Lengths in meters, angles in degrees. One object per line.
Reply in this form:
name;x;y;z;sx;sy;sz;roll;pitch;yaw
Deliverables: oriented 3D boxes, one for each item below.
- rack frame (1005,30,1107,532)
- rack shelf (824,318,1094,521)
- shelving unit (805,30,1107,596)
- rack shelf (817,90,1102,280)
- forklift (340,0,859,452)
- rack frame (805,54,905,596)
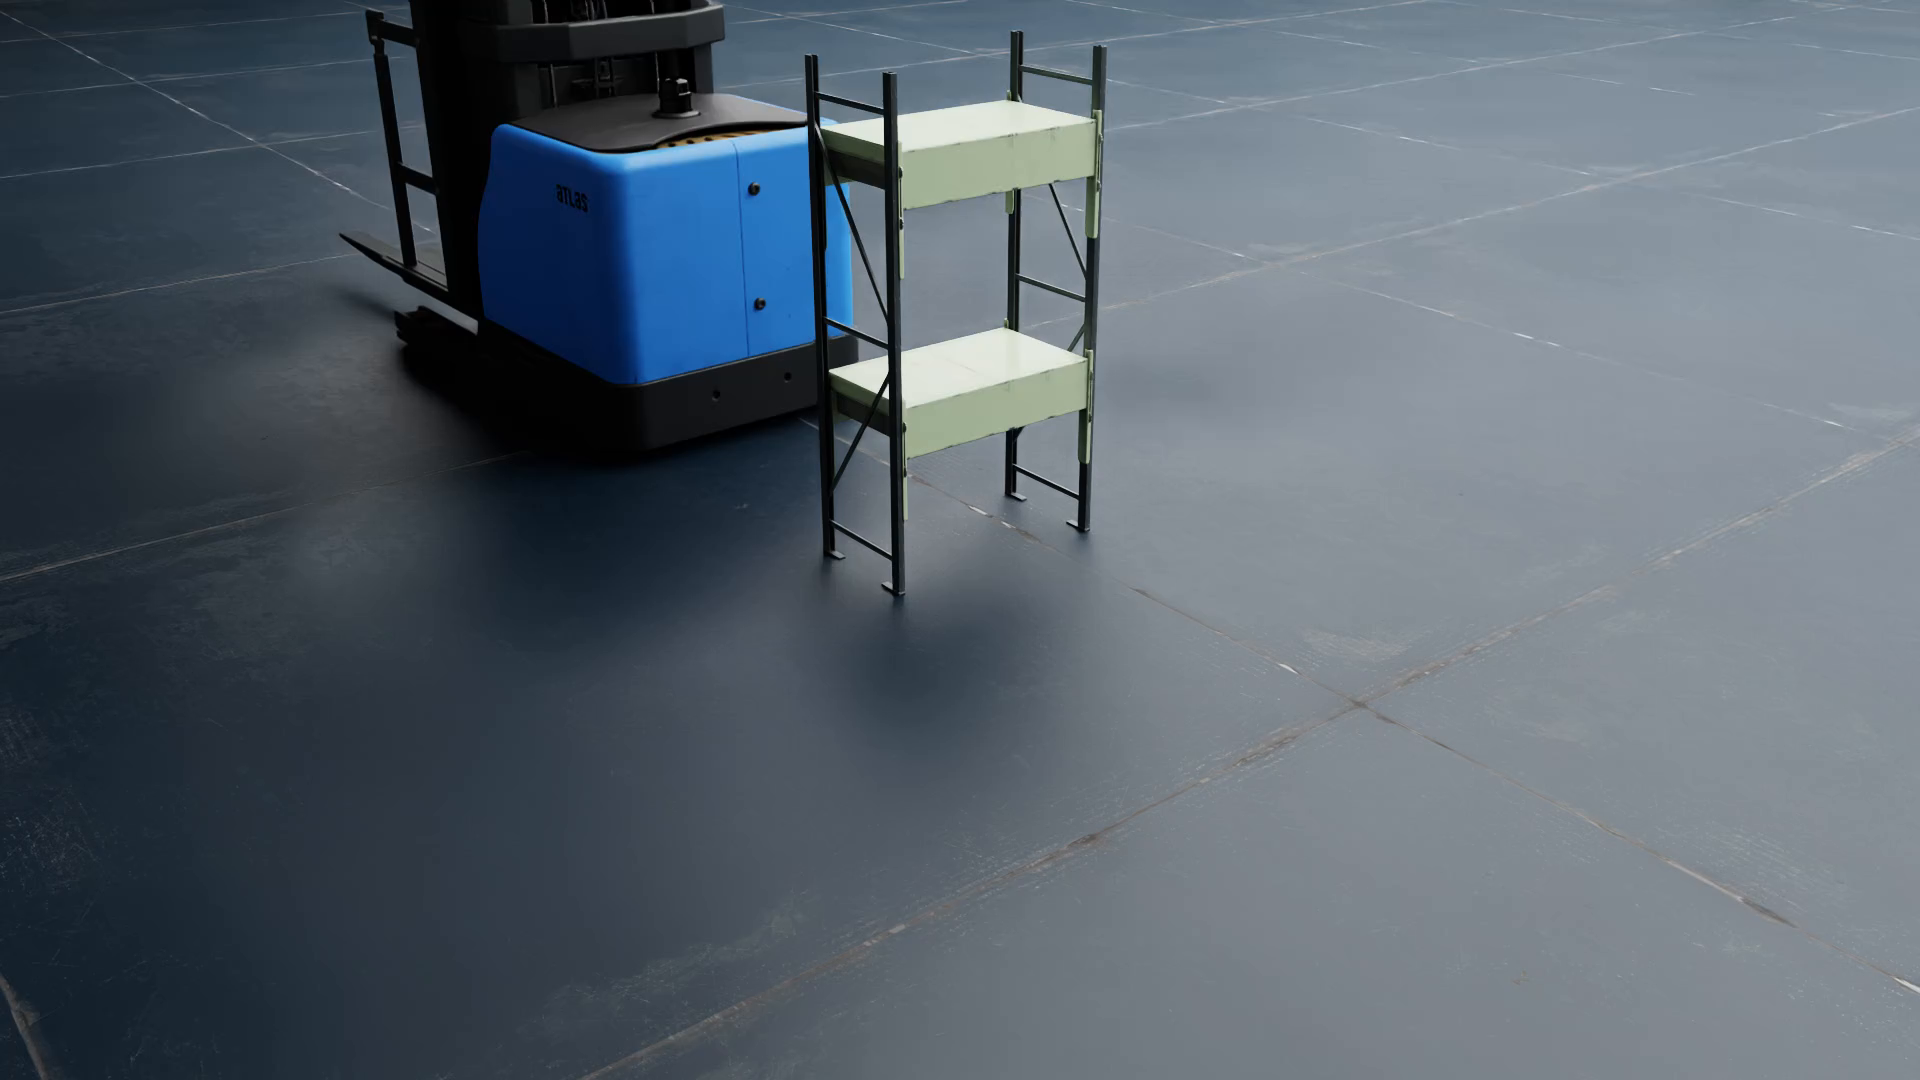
rack frame;0.283;-0.774;5.135;0.023;1.500;0.400;-18;31;-34
rack shelf;-0.005;-0.383;5.068;0.720;0.370;0.431;-18;31;-34
shelving unit;-0.005;-0.679;4.931;0.755;1.500;0.431;-18;31;-34
rack shelf;-0.005;-1.033;4.766;0.720;0.370;0.431;-18;31;-34
forklift;-1.708;-2.181;6.467;1.130;2.935;3.031;-19;31;-35
rack frame;-0.293;-0.583;4.726;0.023;1.500;0.400;-18;31;-34
